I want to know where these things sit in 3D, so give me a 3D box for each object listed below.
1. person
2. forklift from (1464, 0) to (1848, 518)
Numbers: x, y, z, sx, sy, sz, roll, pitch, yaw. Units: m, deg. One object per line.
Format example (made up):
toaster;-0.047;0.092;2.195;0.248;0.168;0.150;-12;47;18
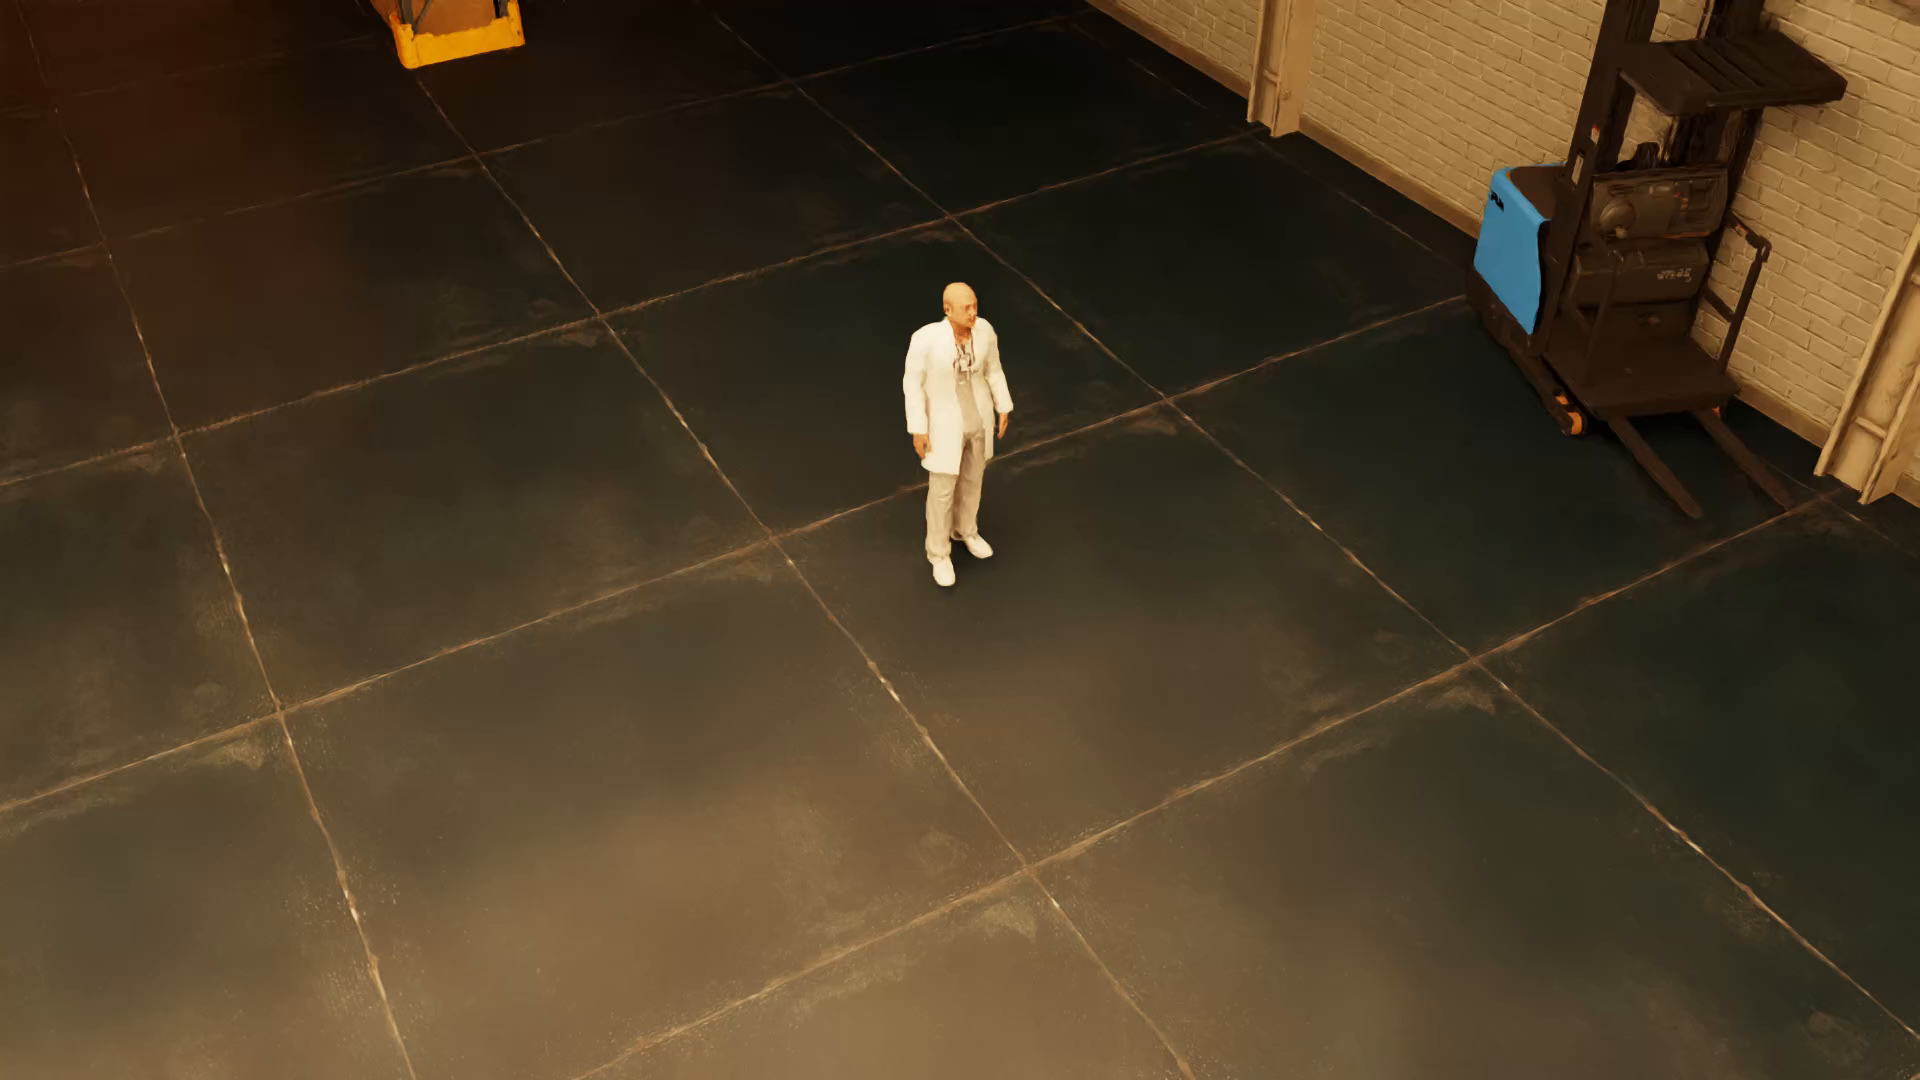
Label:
person;0.042;-0.638;9.697;0.694;1.776;0.579;-20;44;-23
forklift;4.543;-2.082;10.547;1.130;2.935;3.031;-7;40;-8
